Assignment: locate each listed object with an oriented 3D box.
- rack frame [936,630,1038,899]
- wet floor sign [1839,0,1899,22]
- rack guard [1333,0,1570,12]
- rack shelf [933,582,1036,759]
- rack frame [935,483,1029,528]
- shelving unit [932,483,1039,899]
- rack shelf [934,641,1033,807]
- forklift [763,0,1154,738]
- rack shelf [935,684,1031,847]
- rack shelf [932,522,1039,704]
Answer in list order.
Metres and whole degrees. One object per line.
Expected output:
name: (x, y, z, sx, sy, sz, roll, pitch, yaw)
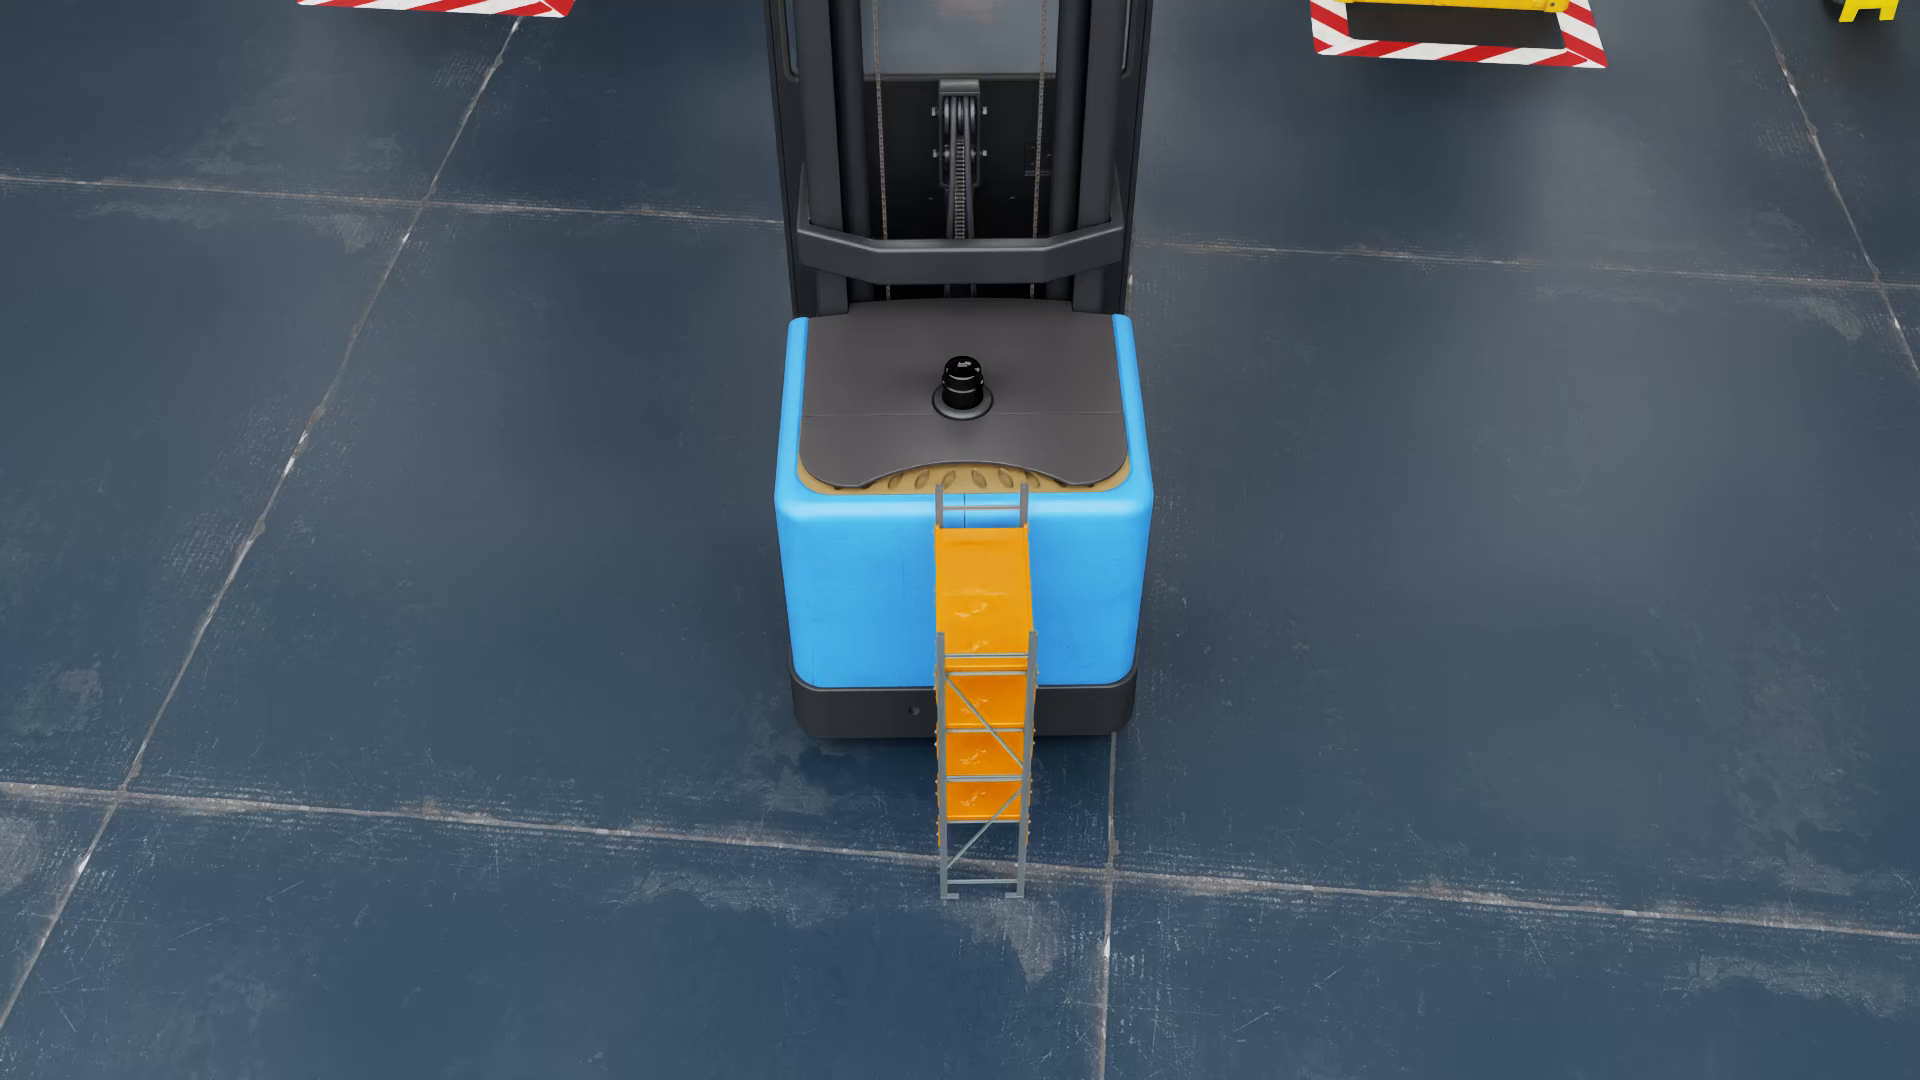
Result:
rack frame: (0.064, 0.625, 4.365, 0.240, 1.200, 0.015, -1, 48, -1)
wet floor sign: (4.375, -2.812, 7.885, 0.267, 0.644, 0.232, -4, 48, -3)
rack guard: (2.404, -2.900, 8.064, 1.175, 0.500, 0.348, 4, 48, 4)
rack shelf: (0.060, 0.340, 4.414, 0.258, 0.148, 0.480, -1, 48, -1)
rack frame: (0.056, 0.265, 4.694, 0.240, 1.200, 0.015, -1, 48, -1)
shelving unit: (0.060, 0.445, 4.530, 0.258, 1.200, 0.503, -1, 48, -1)
rack shelf: (0.060, 0.491, 4.579, 0.258, 0.148, 0.480, -1, 48, -1)
forklift: (-0.009, -1.454, 5.094, 1.130, 2.935, 3.031, -1, 48, -1)
rack shelf: (0.060, 0.625, 4.726, 0.258, 0.148, 0.480, -1, 48, -1)
rack shelf: (0.060, 0.180, 4.240, 0.258, 0.148, 0.480, -1, 48, -1)
